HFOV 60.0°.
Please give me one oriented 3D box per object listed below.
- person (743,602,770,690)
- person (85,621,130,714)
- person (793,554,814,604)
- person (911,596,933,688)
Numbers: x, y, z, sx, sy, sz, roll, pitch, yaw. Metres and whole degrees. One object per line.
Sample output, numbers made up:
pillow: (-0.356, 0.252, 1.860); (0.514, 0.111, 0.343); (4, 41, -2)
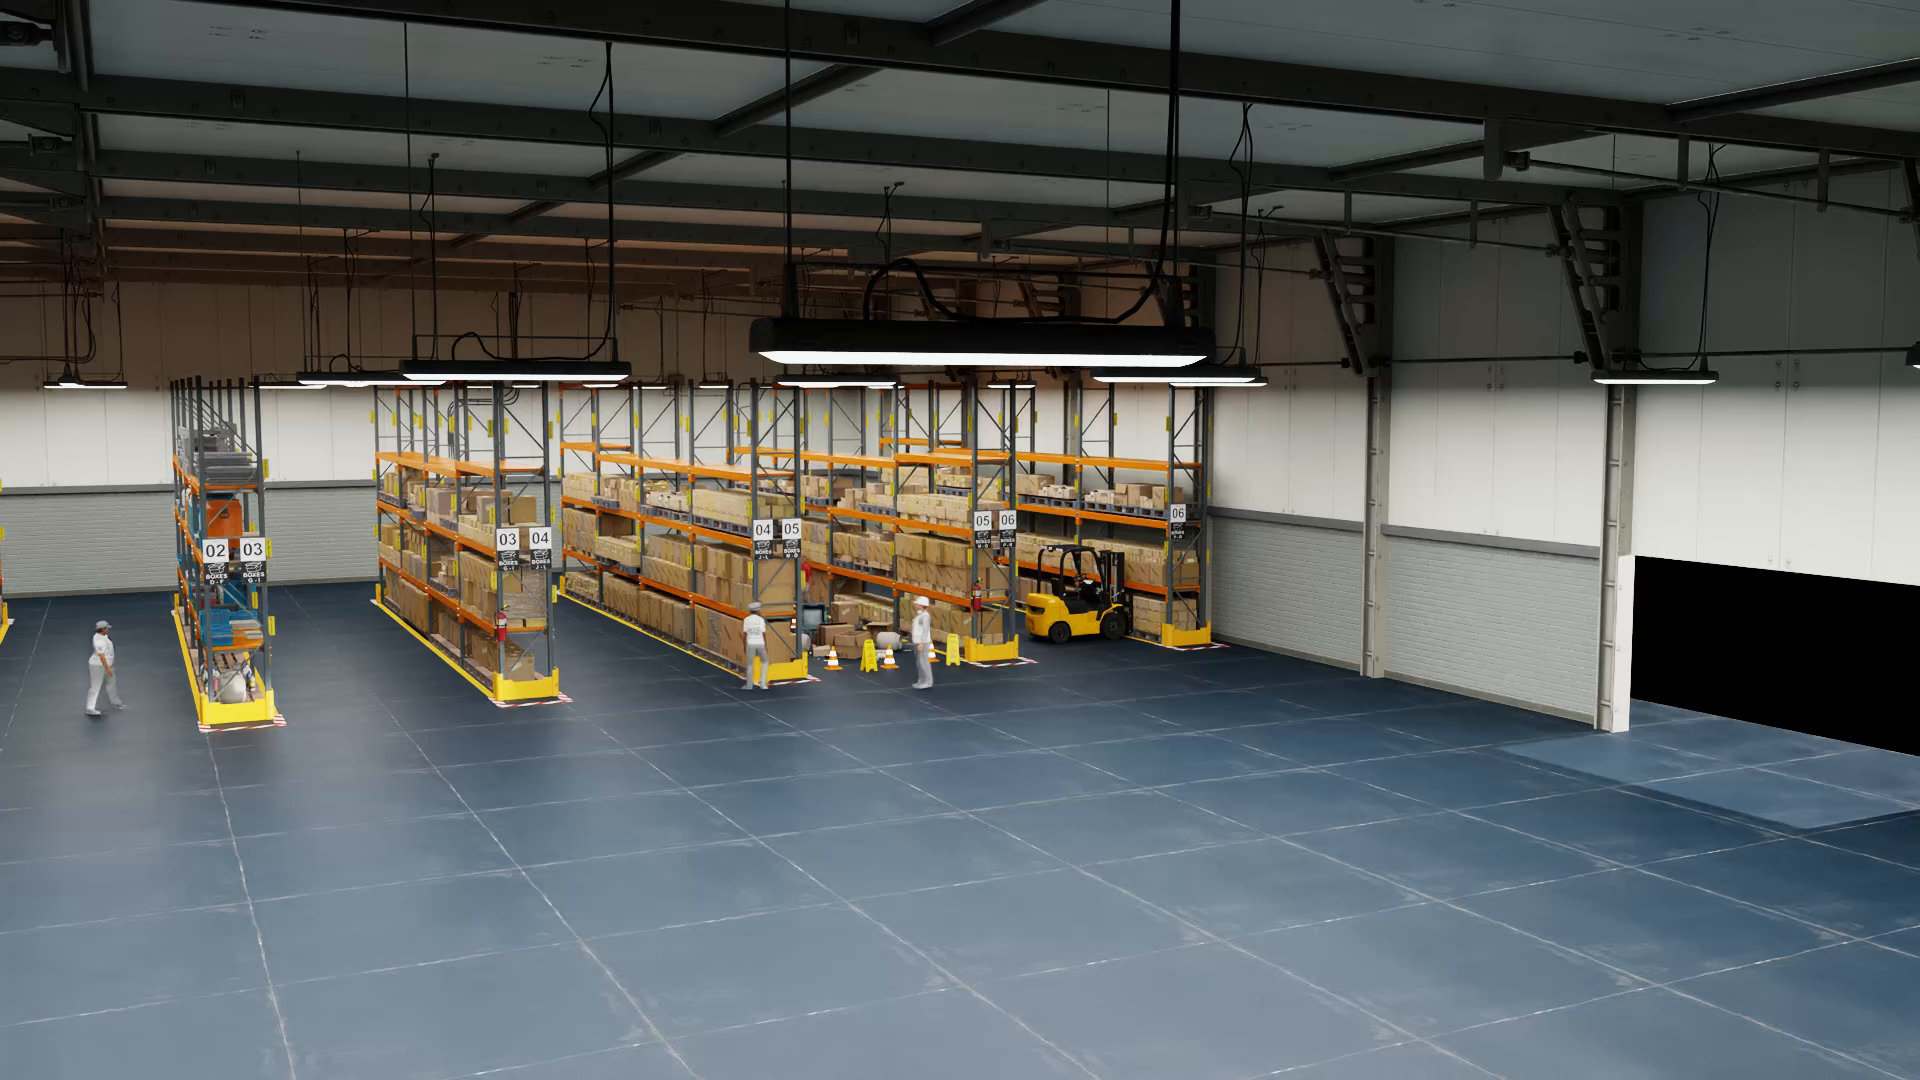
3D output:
person: (-3.926, 2.049, 31.989); (0.519, 1.702, 0.370); (0, 5, 1)
person: (-15.301, 2.259, 29.751); (0.612, 1.666, 0.680); (-1, 5, -13)
person: (-3.898, 1.218, 41.177); (0.562, 1.730, 0.571); (0, 5, -1)
person: (-0.742, 1.983, 32.181); (0.401, 1.793, 0.606); (-2, 5, -17)
